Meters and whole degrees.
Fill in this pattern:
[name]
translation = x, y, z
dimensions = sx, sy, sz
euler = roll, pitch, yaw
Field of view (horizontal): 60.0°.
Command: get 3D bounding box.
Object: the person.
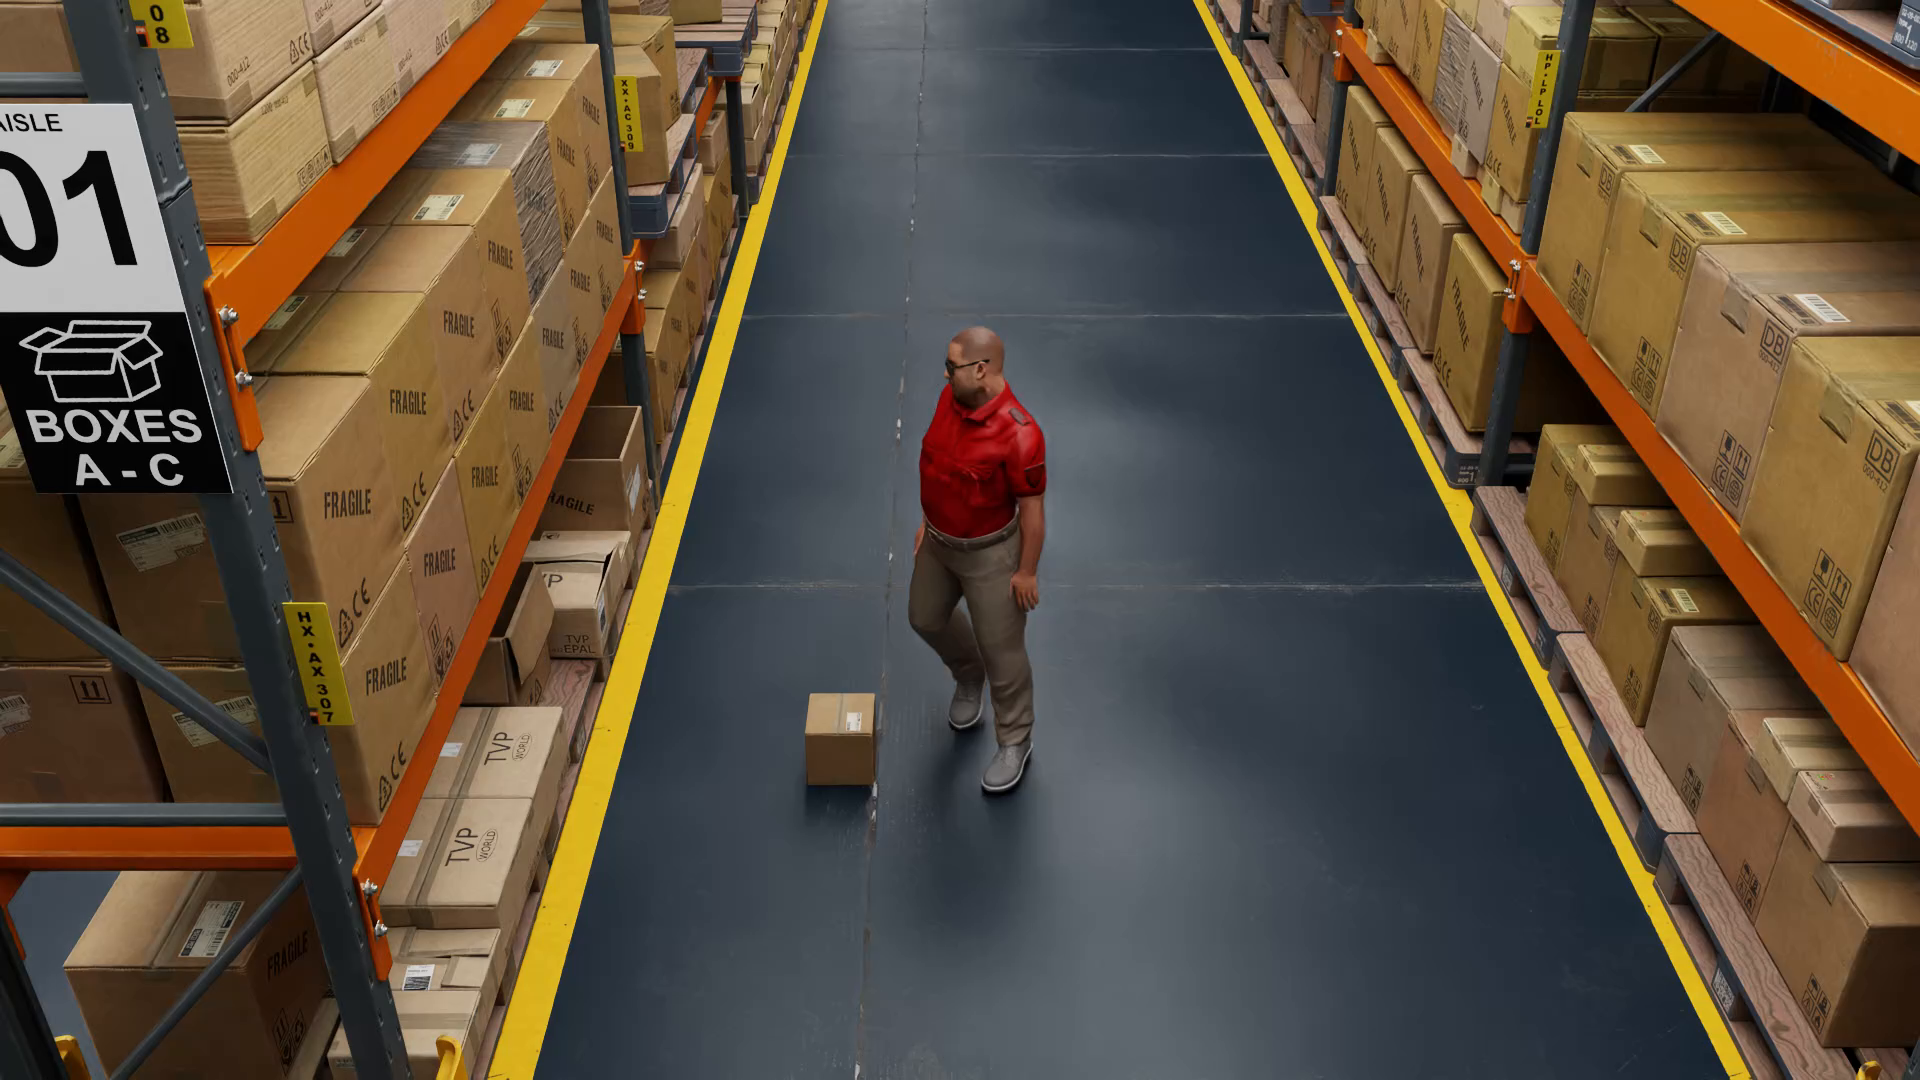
[person]
translation = 0.100, 0.038, 6.048
dimensions = 0.434, 1.731, 0.601
euler = -24, 38, -33
